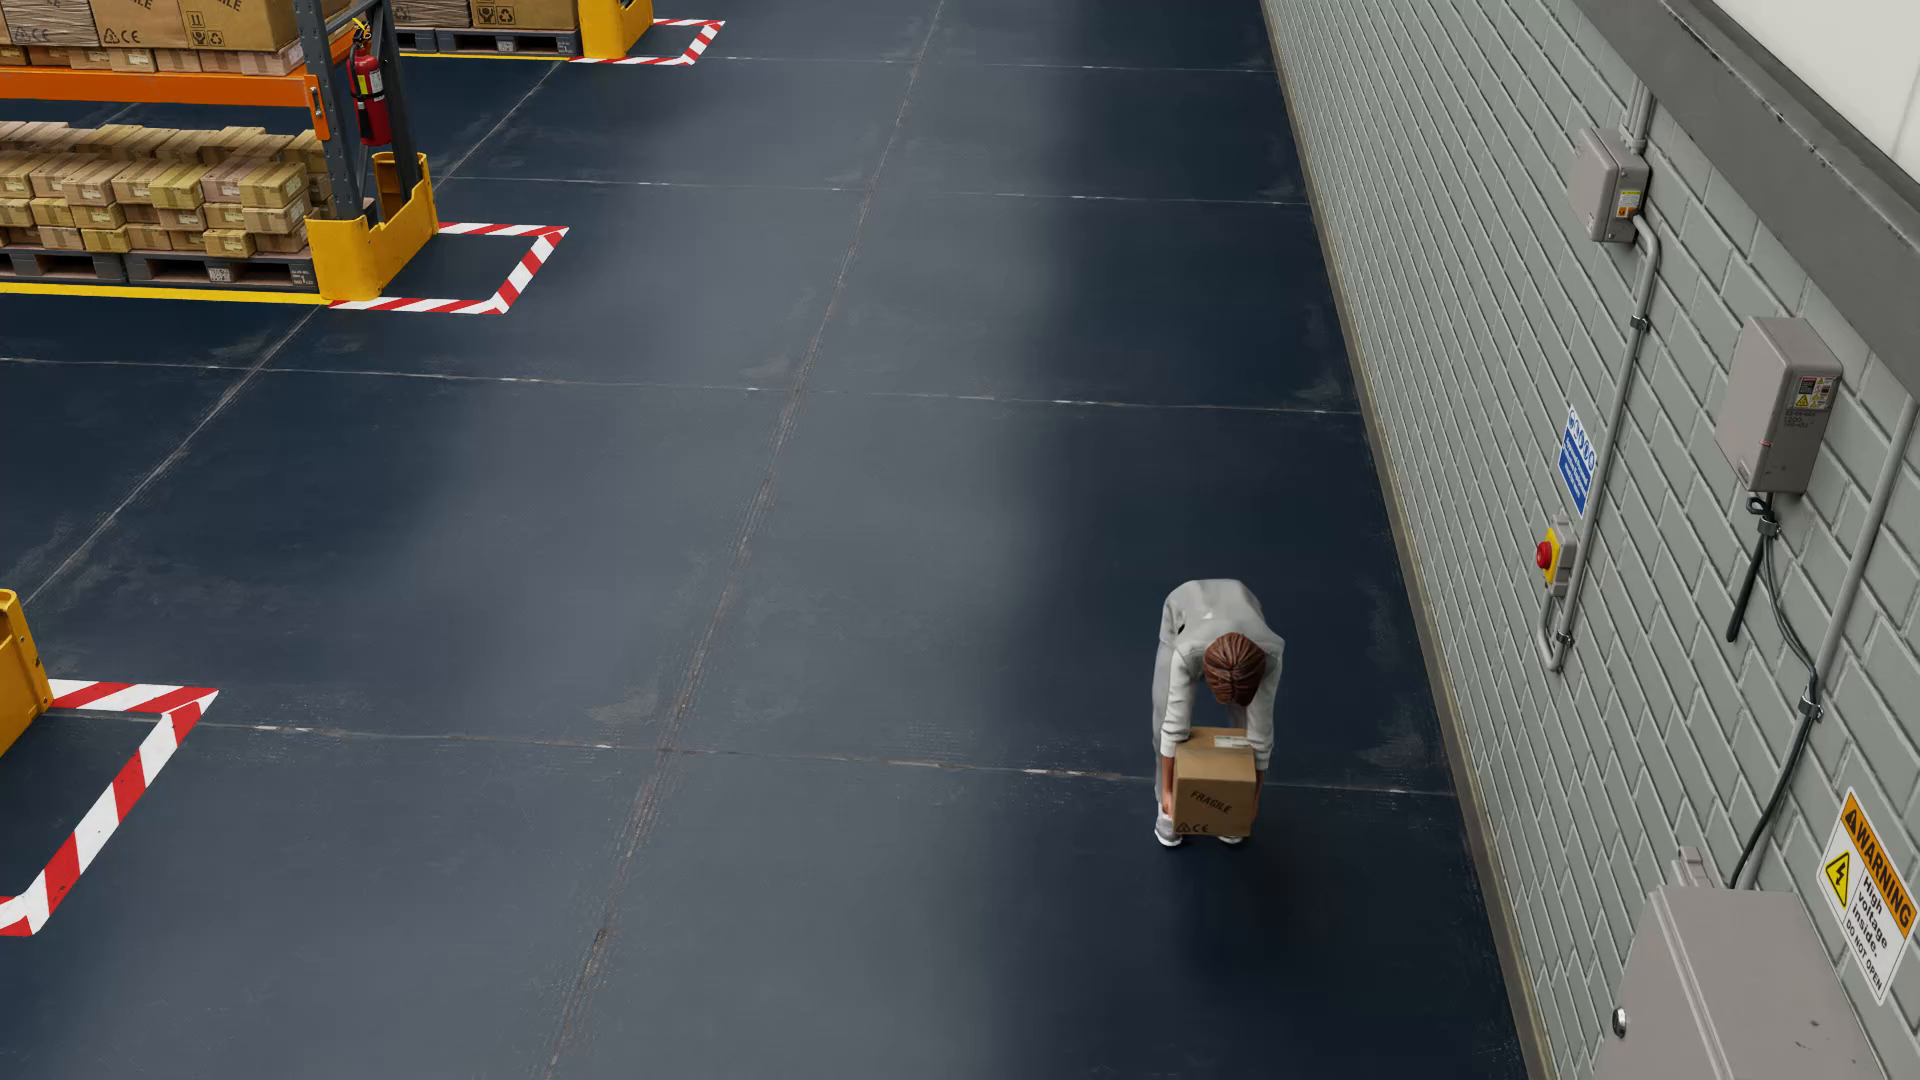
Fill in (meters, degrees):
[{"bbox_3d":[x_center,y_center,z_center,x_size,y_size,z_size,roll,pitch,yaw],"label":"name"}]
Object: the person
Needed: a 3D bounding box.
[{"bbox_3d":[0.850,0.630,5.584,0.395,1.138,0.836,1,32,2],"label":"person"}]
